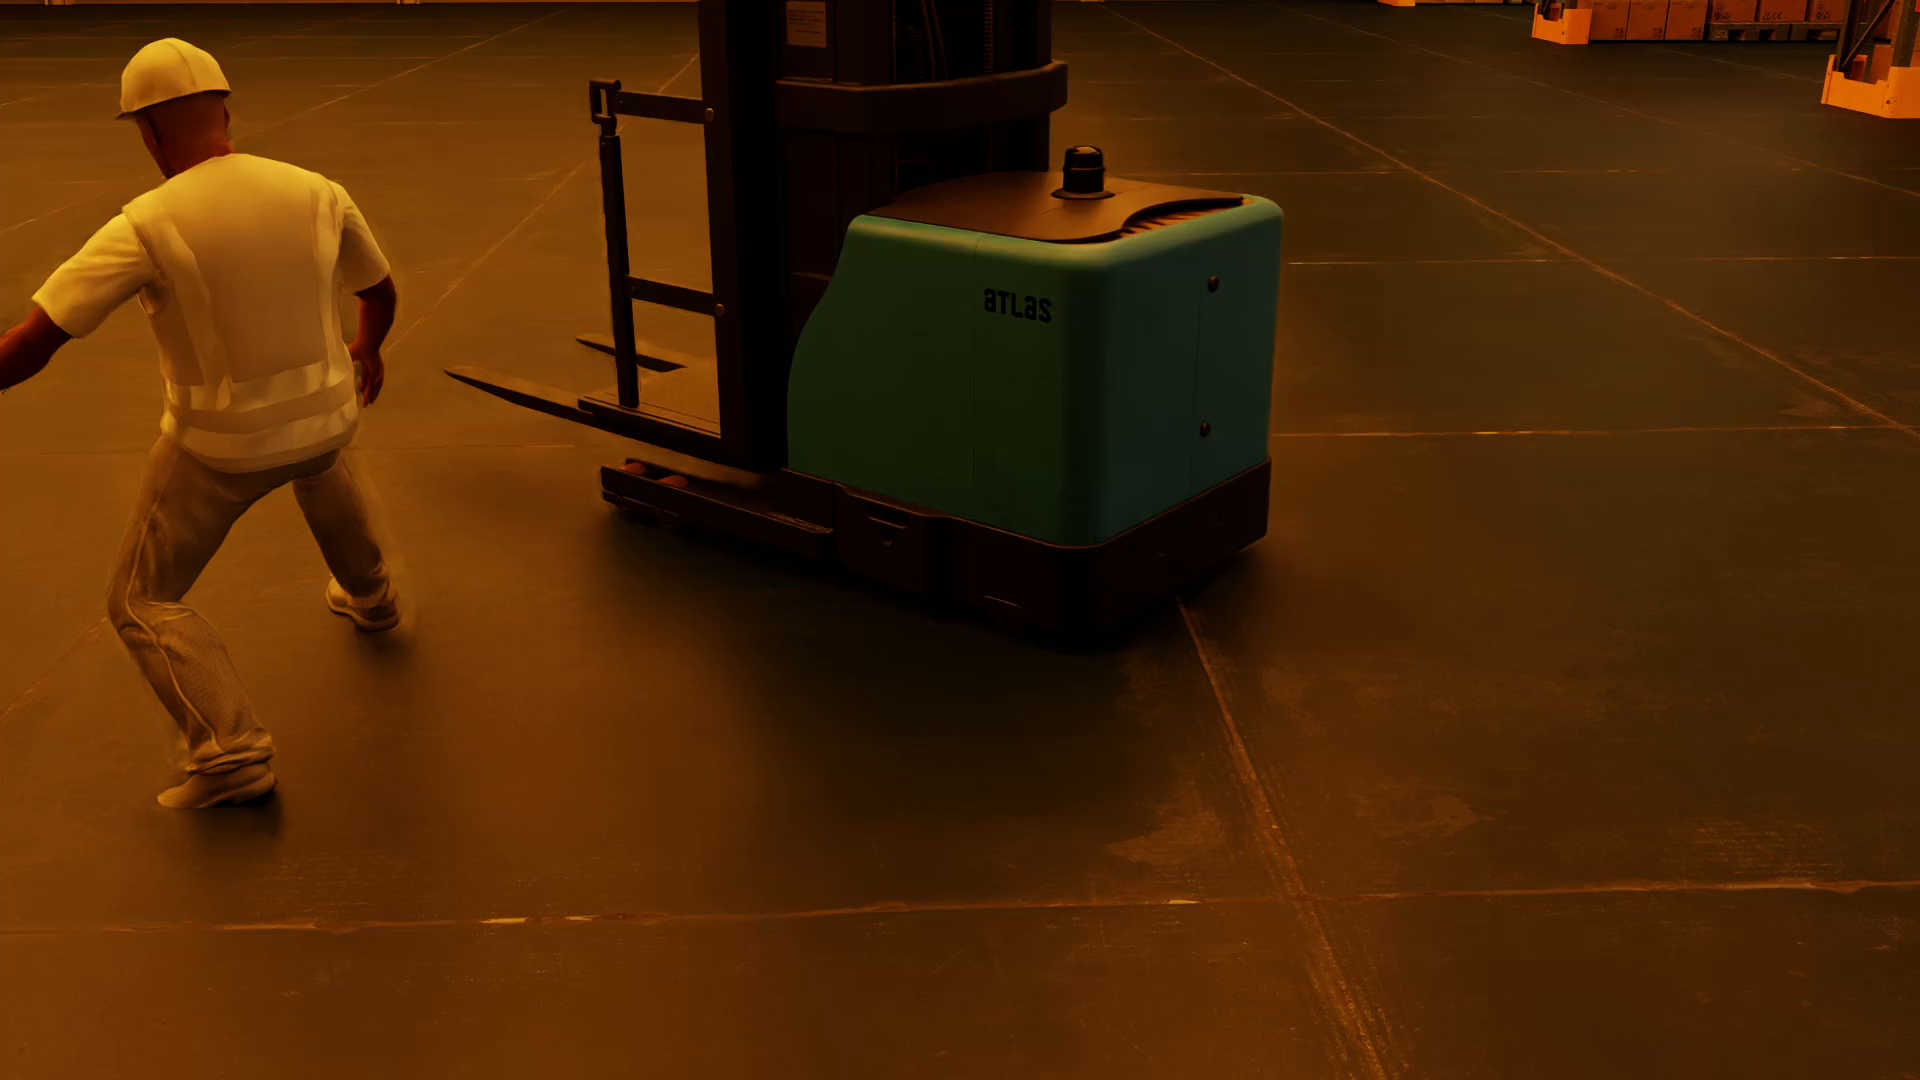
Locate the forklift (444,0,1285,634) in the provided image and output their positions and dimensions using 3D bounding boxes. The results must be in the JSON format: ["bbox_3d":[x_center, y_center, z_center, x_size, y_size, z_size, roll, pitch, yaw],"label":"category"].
[{"bbox_3d":[-0.530,-1.535,5.071,3.031,2.935,1.130,17,27,36],"label":"forklift"}]

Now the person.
[{"bbox_3d":[-1.714,-0.296,3.811,0.825,1.643,1.021,17,27,37],"label":"person"}]
